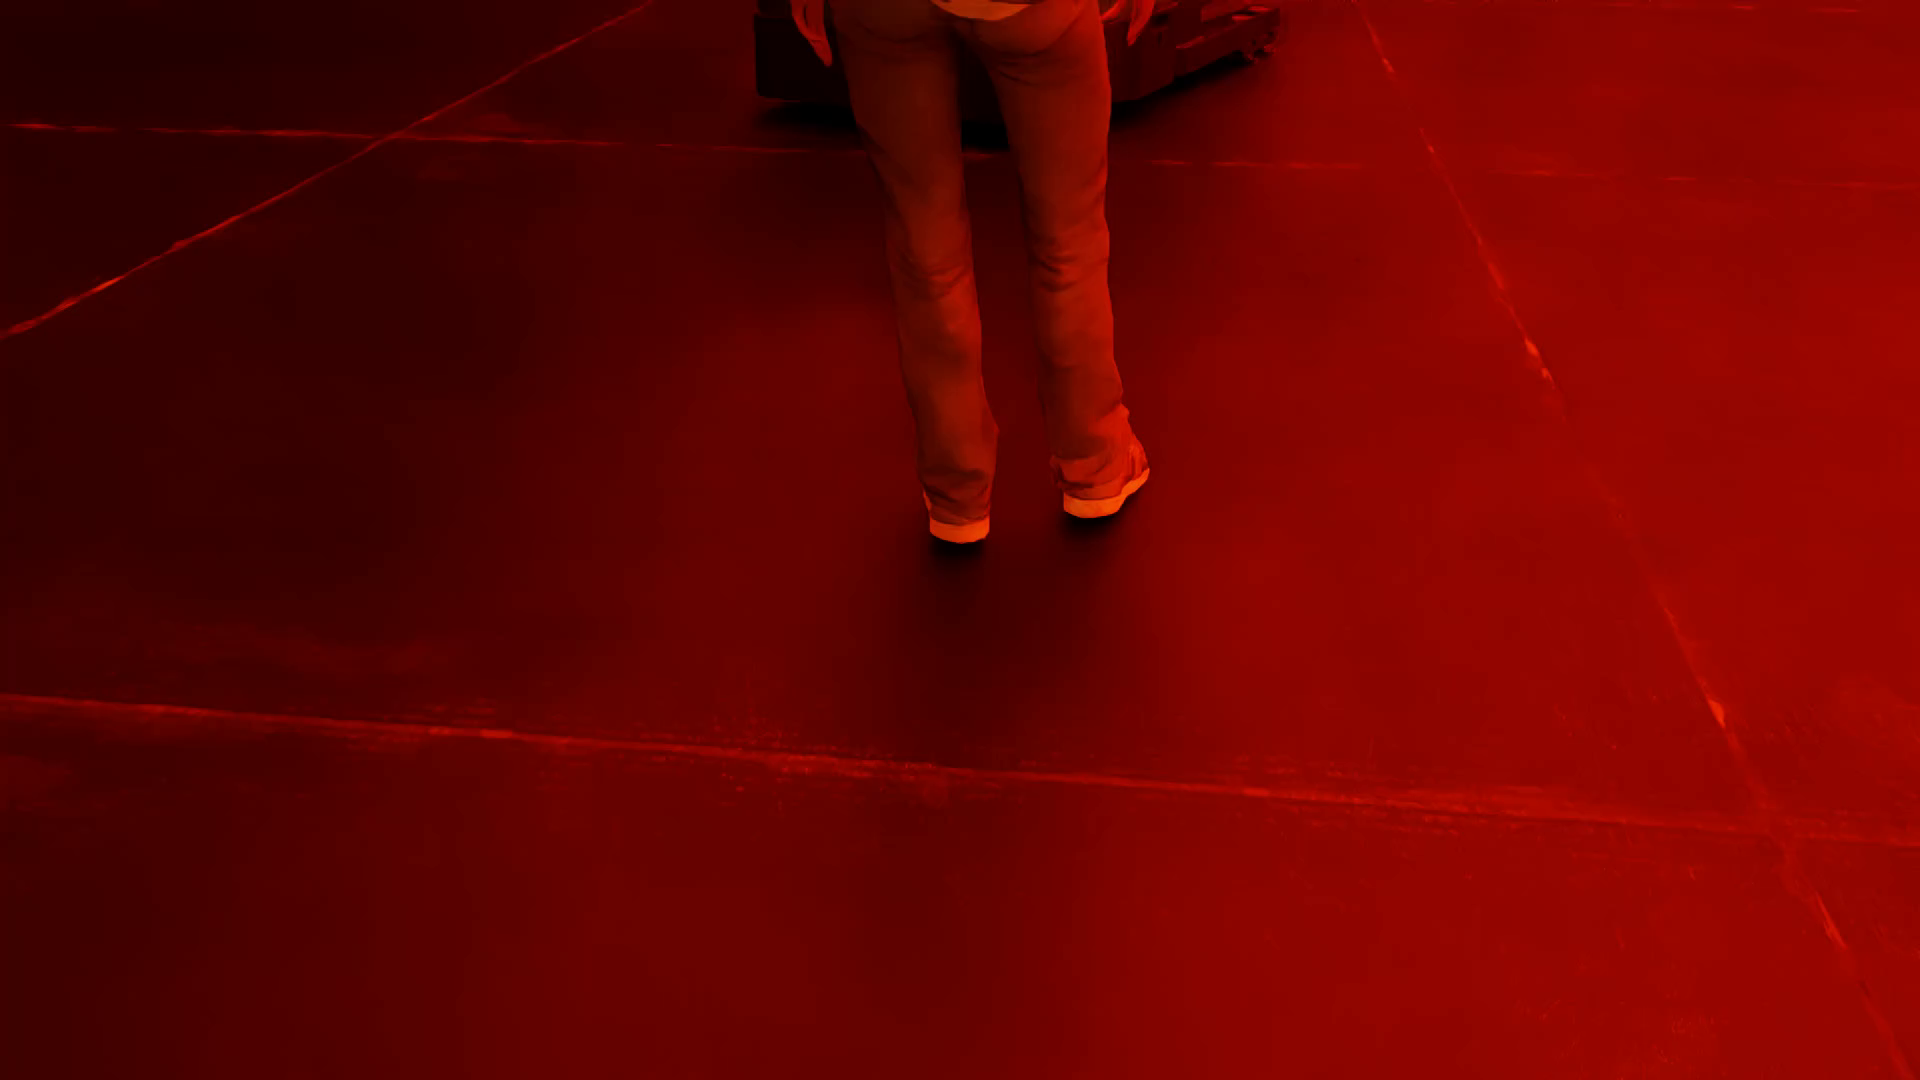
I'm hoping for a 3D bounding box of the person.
[{"bbox_3d":[0.024,-0.753,2.205,0.521,1.597,0.474,3,27,7],"label":"person"}]

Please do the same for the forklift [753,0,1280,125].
[{"bbox_3d":[0.511,-3.088,5.407,1.130,2.935,3.031,13,29,24],"label":"forklift"}]
